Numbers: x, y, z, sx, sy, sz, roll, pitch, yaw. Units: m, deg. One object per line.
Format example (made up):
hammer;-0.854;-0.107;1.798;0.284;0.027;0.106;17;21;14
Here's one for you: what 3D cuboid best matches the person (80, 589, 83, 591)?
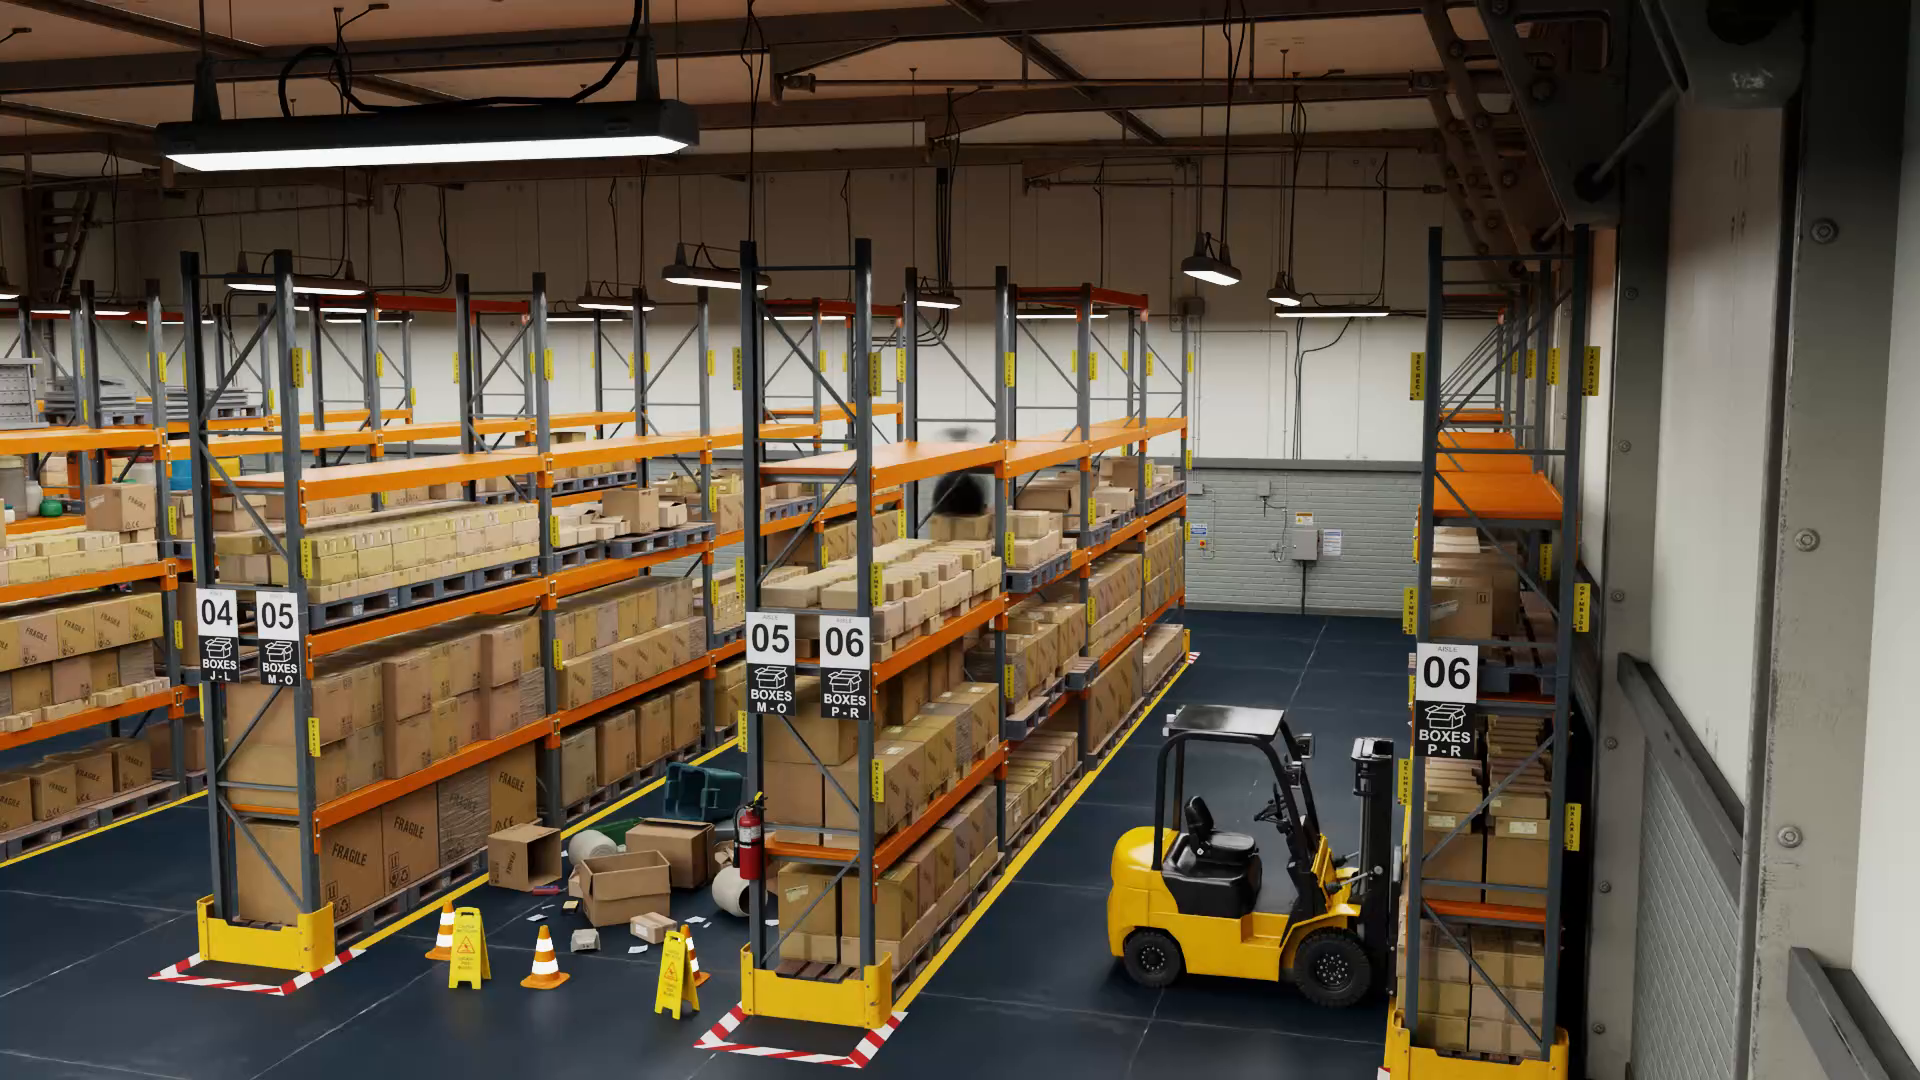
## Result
person;-14.489;1.286;26.878;0.653;1.780;0.849;2;7;17
